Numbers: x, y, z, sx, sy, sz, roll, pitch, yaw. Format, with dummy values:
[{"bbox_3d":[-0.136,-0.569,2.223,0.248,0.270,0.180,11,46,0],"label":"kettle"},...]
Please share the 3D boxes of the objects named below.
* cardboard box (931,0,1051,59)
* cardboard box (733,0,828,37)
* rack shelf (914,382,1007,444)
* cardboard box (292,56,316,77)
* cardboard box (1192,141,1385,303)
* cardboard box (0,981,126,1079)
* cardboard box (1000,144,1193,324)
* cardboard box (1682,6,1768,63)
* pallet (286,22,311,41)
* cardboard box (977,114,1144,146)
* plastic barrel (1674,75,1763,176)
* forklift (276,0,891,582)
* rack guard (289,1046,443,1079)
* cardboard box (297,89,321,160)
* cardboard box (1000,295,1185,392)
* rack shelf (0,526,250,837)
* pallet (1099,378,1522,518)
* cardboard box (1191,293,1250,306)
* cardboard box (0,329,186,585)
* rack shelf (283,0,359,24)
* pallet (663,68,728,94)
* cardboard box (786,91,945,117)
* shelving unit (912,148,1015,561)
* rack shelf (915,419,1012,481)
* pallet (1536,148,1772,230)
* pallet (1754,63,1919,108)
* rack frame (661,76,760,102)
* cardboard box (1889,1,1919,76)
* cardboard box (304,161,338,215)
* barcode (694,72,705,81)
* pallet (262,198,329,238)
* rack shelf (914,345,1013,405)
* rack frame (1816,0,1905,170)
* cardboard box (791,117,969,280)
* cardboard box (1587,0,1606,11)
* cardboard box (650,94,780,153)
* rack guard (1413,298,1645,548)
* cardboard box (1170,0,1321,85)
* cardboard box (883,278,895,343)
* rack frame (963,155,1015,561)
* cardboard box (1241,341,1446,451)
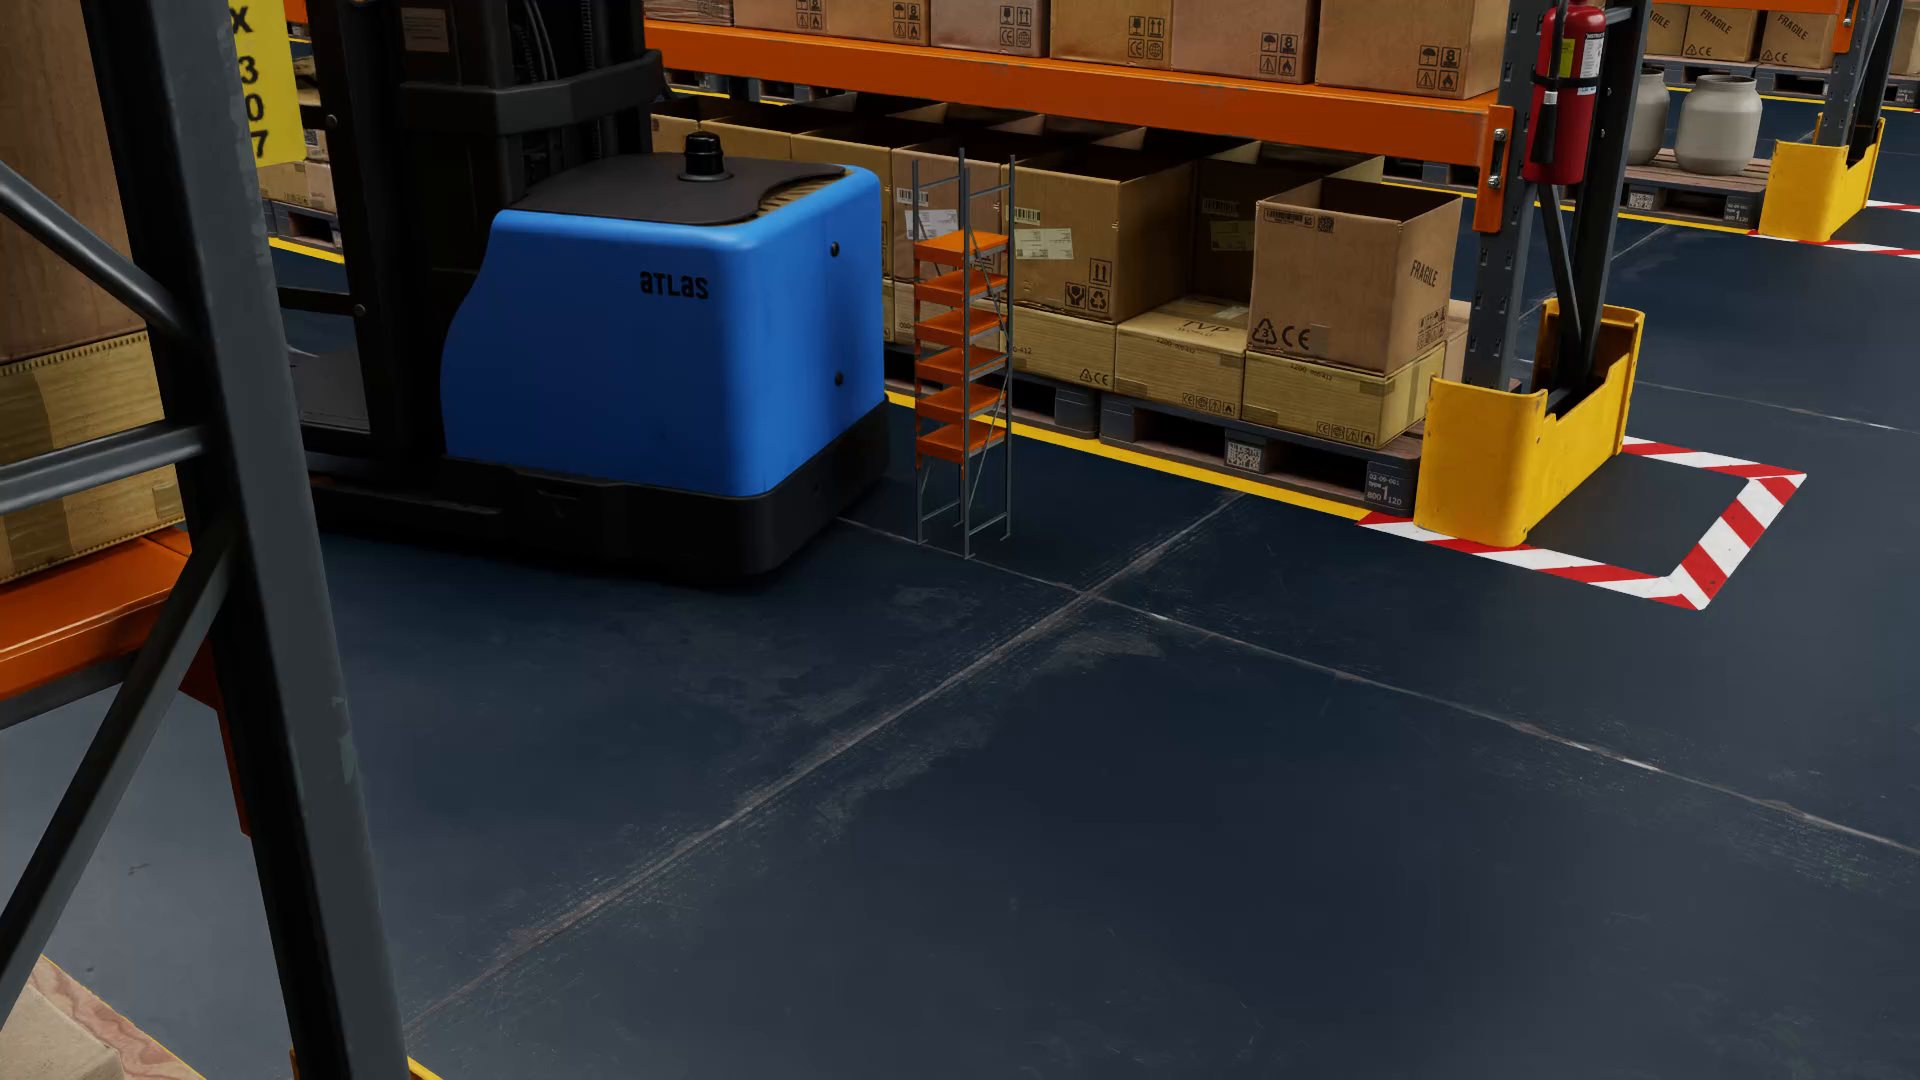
[{"bbox_3d":[0.301,-2.109,6.192,0.500,0.500,0.700,18,29,35],"label":"cardboard box"},{"bbox_3d":[-0.509,-2.355,6.750,0.500,0.500,0.700,16,29,33],"label":"cardboard box"},{"bbox_3d":[0.012,-0.395,5.066,0.180,0.103,0.258,17,29,33],"label":"rack shelf"},{"bbox_3d":[-3.927,-2.650,9.739,0.500,0.311,0.500,18,29,35],"label":"cardboard box"},{"bbox_3d":[1.210,-1.171,6.147,0.500,0.500,0.500,17,29,33],"label":"cardboard box"},{"bbox_3d":[-1.560,0.859,2.368,0.500,0.311,0.500,13,27,27],"label":"cardboard box"},{"bbox_3d":[0.491,-1.120,6.032,0.500,0.500,0.500,17,29,33],"label":"cardboard box"},{"bbox_3d":[6.373,-4.263,13.785,0.500,0.500,0.500,20,31,38],"label":"cardboard box"},{"bbox_3d":[-6.313,-5.256,16.916,1.213,0.211,1.003,17,29,33],"label":"pallet"},{"bbox_3d":[0.413,-1.415,6.700,0.500,0.500,0.500,17,29,33],"label":"cardboard box"},{"bbox_3d":[4.309,-2.358,9.446,0.421,0.512,0.421,0,24,0],"label":"plastic barrel"},{"bbox_3d":[-1.808,-1.570,5.179,3.031,2.935,1.130,8,25,19],"label":"forklift"},{"bbox_3d":[-1.121,1.152,2.015,0.348,0.500,1.175,17,29,33],"label":"rack guard"},{"bbox_3d":[-3.419,-2.228,8.780,0.500,0.311,0.500,16,28,32],"label":"cardboard box"},{"bbox_3d":[0.493,-0.778,6.185,0.500,0.250,0.500,17,29,33],"label":"cardboard box"},{"bbox_3d":[-2.661,-0.128,2.712,4.000,0.370,1.077,17,29,33],"label":"rack shelf"},{"bbox_3d":[1.270,-0.468,6.050,1.213,0.211,1.003,17,29,33],"label":"pallet"},{"bbox_3d":[1.209,-0.828,6.297,0.500,0.250,0.500,17,29,33],"label":"cardboard box"},{"bbox_3d":[-1.261,-0.134,1.996,0.500,0.250,0.500,16,28,32],"label":"cardboard box"},{"bbox_3d":[-2.894,-2.694,8.537,4.000,0.370,1.077,17,29,33],"label":"rack shelf"},{"bbox_3d":[-2.176,-4.005,14.079,1.213,0.211,1.003,17,29,33],"label":"pallet"},{"bbox_3d":[-0.398,-1.651,7.235,0.500,0.500,0.500,17,29,33],"label":"cardboard box"},{"bbox_3d":[0.012,-0.546,5.000,0.189,1.200,0.258,17,29,33],"label":"shelving unit"},{"bbox_3d":[0.012,-0.285,5.115,0.180,0.103,0.258,17,29,33],"label":"rack shelf"},{"bbox_3d":[4.145,-2.095,9.743,1.213,0.211,1.003,17,29,33],"label":"pallet"},{"bbox_3d":[7.162,-3.718,13.426,1.213,0.211,1.003,17,29,33],"label":"pallet"},{"bbox_3d":[-1.293,-2.540,7.294,0.127,3.000,1.000,17,29,33],"label":"rack frame"},{"bbox_3d":[7.362,-3.972,13.125,0.500,0.500,0.500,-20,31,-38],"label":"cardboard box"},{"bbox_3d":[-3.019,-1.850,8.619,0.500,0.250,0.500,18,29,34],"label":"cardboard box"},{"bbox_3d":[-1.248,-2.233,7.961,0.075,0.075,0.001,17,29,33],"label":"barcode"},{"bbox_3d":[-3.859,-2.019,9.571,1.213,0.211,1.003,17,29,33],"label":"pallet"},{"bbox_3d":[0.012,-0.505,5.018,0.180,0.103,0.258,17,29,33],"label":"rack shelf"},{"bbox_3d":[4.881,-3.170,8.724,0.127,3.000,1.000,17,29,33],"label":"rack frame"},{"bbox_3d":[-0.310,-1.362,6.580,0.500,0.500,0.500,17,29,33],"label":"cardboard box"},{"bbox_3d":[5.410,-4.538,14.408,0.500,0.500,0.500,-16,28,-31],"label":"cardboard box"},{"bbox_3d":[-1.110,-1.604,7.129,0.500,0.500,0.500,17,29,33],"label":"cardboard box"},{"bbox_3d":[1.927,-0.423,5.590,0.348,0.500,1.175,17,29,33],"label":"rack guard"},{"bbox_3d":[1.118,-1.861,5.629,0.500,0.500,0.700,18,29,35],"label":"cardboard box"},{"bbox_3d":[-0.310,-1.019,6.731,0.500,0.250,0.500,17,29,33],"label":"cardboard box"},{"bbox_3d":[0.085,-0.523,4.950,0.006,1.200,0.240,17,29,33],"label":"rack frame"},{"bbox_3d":[1.301,-0.541,5.646,0.500,0.250,0.500,17,29,33],"label":"cardboard box"}]
